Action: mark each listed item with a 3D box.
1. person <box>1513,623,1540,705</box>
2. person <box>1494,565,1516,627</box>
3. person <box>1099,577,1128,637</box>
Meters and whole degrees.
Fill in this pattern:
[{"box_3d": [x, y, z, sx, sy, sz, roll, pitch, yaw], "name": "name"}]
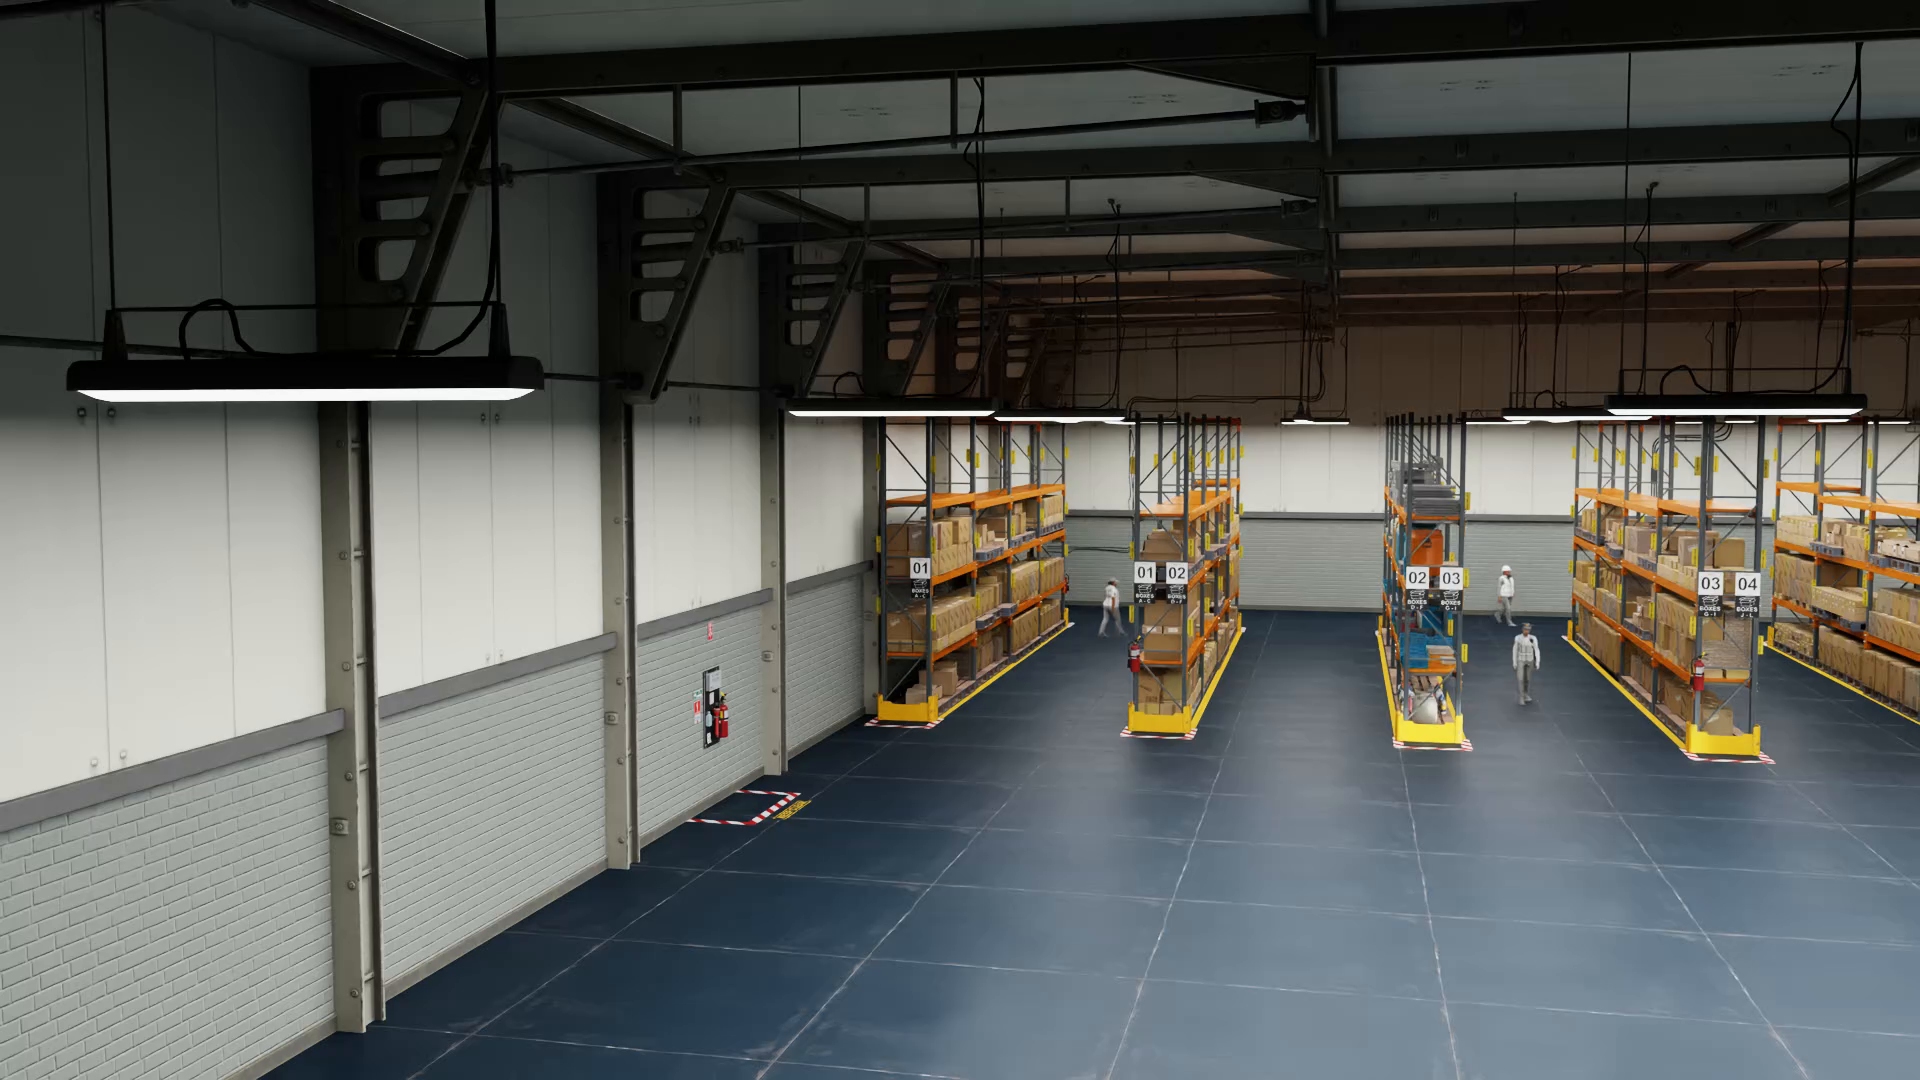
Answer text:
[{"box_3d": [11.782, 2.563, 34.603, 0.530, 1.693, 0.625, 1, 4, 12], "name": "person"}, {"box_3d": [15.728, 1.603, 47.991, 0.561, 1.754, 0.893, -2, 5, -31], "name": "person"}, {"box_3d": [4.190, 1.826, 45.303, 0.871, 1.631, 0.499, -2, 4, -30], "name": "person"}]
